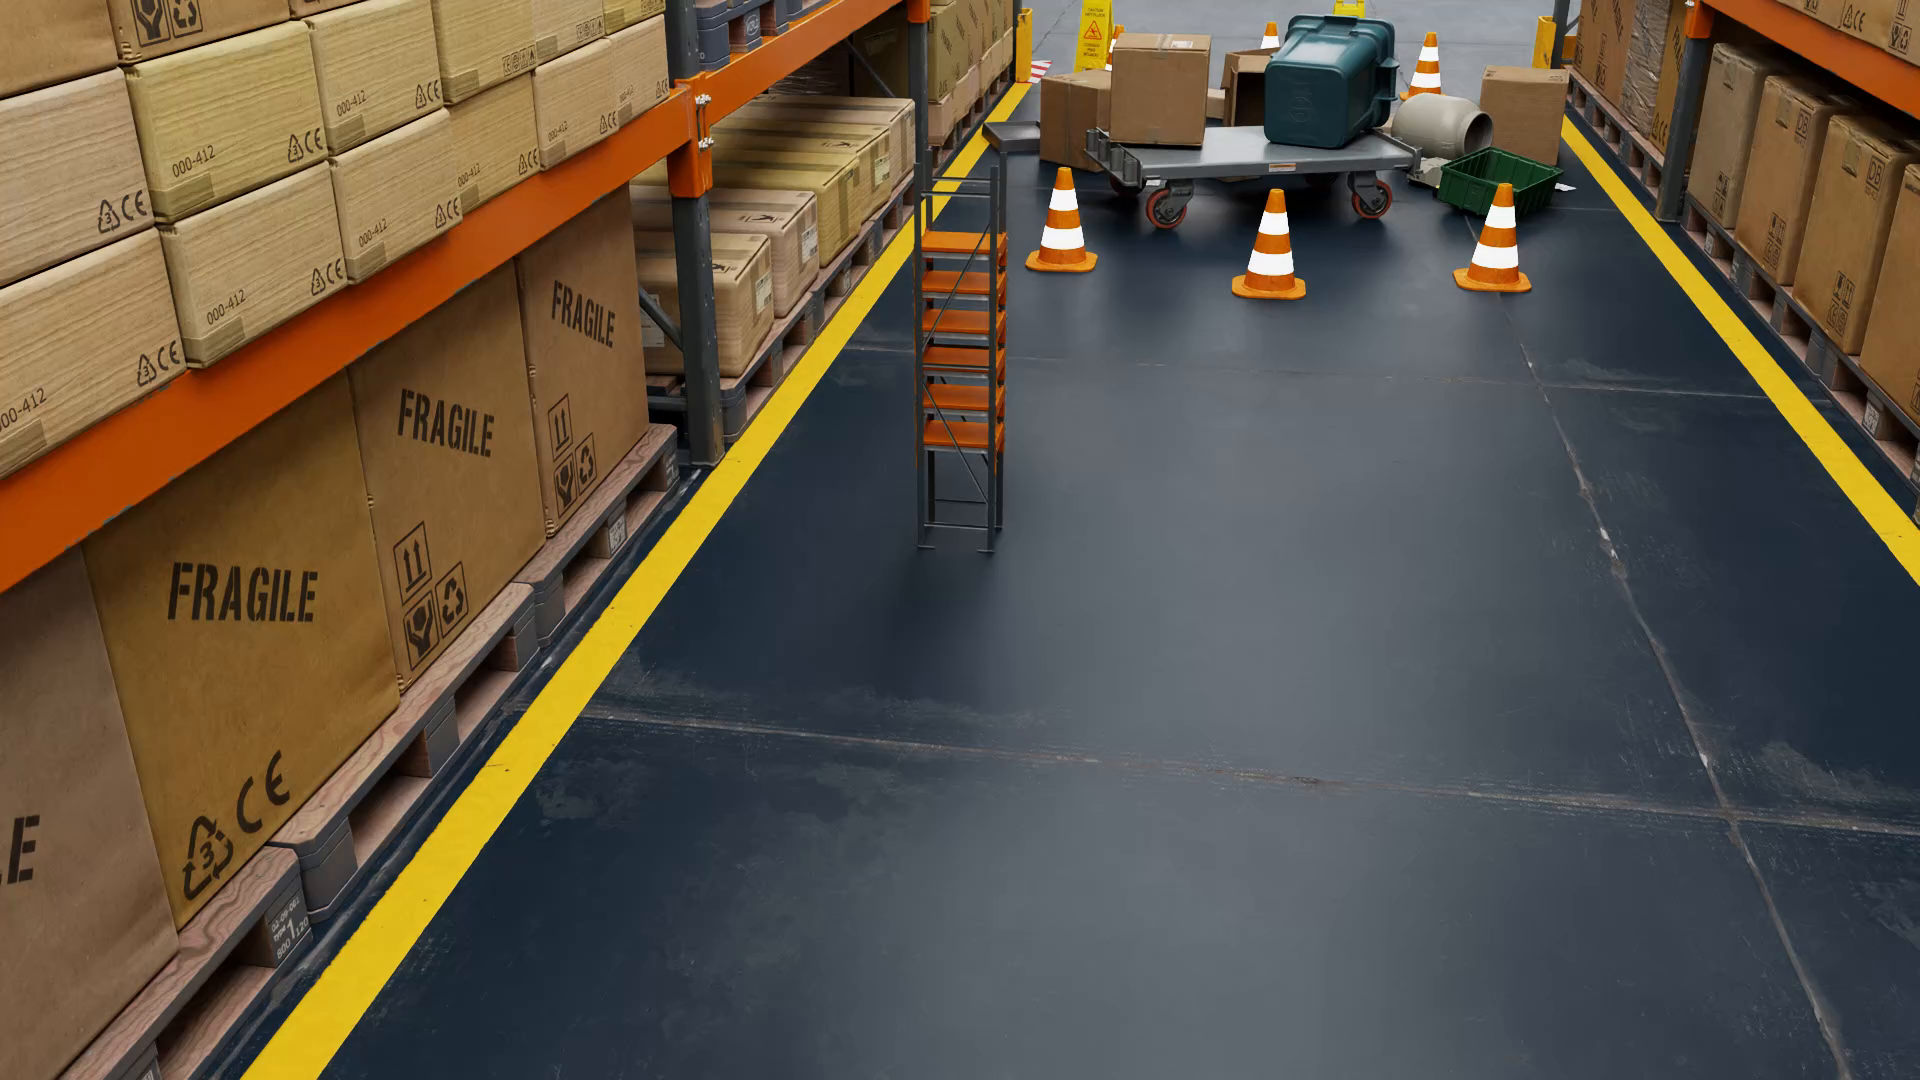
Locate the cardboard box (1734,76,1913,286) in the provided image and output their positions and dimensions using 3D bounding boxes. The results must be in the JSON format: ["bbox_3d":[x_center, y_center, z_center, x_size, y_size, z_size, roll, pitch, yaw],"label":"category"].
[{"bbox_3d":[4.046,-1.538,7.155,1.050,0.750,0.750,4,25,9],"label":"cardboard box"}]

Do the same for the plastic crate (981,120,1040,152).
[{"bbox_3d":[0.386,-2.614,10.739,0.402,0.080,0.583,-5,25,-10],"label":"plastic crate"}]

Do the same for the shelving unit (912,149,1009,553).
[{"bbox_3d":[0.002,-0.549,5.009,0.258,1.200,0.189,4,25,9],"label":"shelving unit"}]

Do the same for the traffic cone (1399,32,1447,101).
[{"bbox_3d":[3.386,-3.436,12.044,0.336,0.463,0.334,4,25,9],"label":"traffic cone"}]

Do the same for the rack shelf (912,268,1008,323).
[{"bbox_3d":[0.002,-0.727,4.926,0.258,0.103,0.180,4,25,9],"label":"rack shelf"}]

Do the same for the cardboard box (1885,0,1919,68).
[{"bbox_3d":[3.458,-1.823,5.489,0.500,0.500,0.500,4,25,9],"label":"cardboard box"}]

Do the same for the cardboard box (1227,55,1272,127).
[{"bbox_3d":[2.040,-2.638,10.132,0.797,0.637,0.503,4,25,9],"label":"cardboard box"}]

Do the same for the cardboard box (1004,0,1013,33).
[{"bbox_3d":[0.100,-3.940,11.993,0.500,0.500,0.500,4,25,9],"label":"cardboard box"}]

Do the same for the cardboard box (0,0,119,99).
[{"bbox_3d":[-1.576,-0.867,2.267,0.500,0.500,0.500,4,25,8],"label":"cardboard box"}]

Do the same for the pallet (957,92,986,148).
[{"bbox_3d":[-0.408,-2.868,11.129,1.003,0.211,1.213,4,25,9],"label":"pallet"}]

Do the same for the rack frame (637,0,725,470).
[{"bbox_3d":[-1.333,-1.663,5.265,1.000,3.000,0.127,4,25,9],"label":"rack frame"}]

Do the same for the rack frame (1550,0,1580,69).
[{"bbox_3d":[4.874,-4.708,11.771,1.000,3.000,0.127,4,25,9],"label":"rack frame"}]

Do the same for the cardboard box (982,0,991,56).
[{"bbox_3d":[-0.071,-3.511,11.077,0.500,0.500,0.500,3,25,7],"label":"cardboard box"}]

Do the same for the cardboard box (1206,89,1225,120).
[{"bbox_3d":[1.753,-3.030,11.548,0.380,0.149,0.250,19,31,35],"label":"cardboard box"}]

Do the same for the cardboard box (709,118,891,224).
[{"bbox_3d":[-0.877,-1.816,8.195,0.950,0.372,0.625,6,26,12],"label":"cardboard box"}]

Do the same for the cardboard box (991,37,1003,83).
[{"bbox_3d":[0.015,-3.381,11.683,0.500,0.250,0.500,4,25,9],"label":"cardboard box"}]

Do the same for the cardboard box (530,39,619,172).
[{"bbox_3d":[-1.228,-1.151,4.347,0.500,0.250,0.500,4,25,9],"label":"cardboard box"}]

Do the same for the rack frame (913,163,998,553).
[{"bbox_3d":[-0.013,-0.511,4.927,0.240,1.200,0.006,4,25,9],"label":"rack frame"}]

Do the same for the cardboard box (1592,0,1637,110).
[{"bbox_3d":[4.687,-3.280,10.730,0.875,0.875,0.875,4,25,8],"label":"cardboard box"}]

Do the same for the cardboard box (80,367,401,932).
[{"bbox_3d":[-1.825,0.139,3.426,0.875,0.875,0.875,5,26,10],"label":"cardboard box"}]

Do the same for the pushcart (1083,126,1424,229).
[{"bbox_3d":[1.578,-2.011,9.102,1.648,0.377,0.936,-5,25,-10],"label":"pushcart"}]

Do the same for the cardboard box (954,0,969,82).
[{"bbox_3d":[-0.241,-3.073,10.141,0.500,0.500,0.500,5,26,11],"label":"cardboard box"}]

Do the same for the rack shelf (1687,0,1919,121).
[{"bbox_3d":[3.894,-1.873,6.562,1.077,0.370,4.000,4,25,9],"label":"rack shelf"}]

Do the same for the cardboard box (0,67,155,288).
[{"bbox_3d":[-1.579,-0.533,2.438,0.500,0.250,0.500,4,25,9],"label":"cardboard box"}]

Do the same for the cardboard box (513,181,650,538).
[{"bbox_3d":[-1.528,-0.608,5.021,0.875,0.875,0.875,4,25,8],"label":"cardboard box"}]

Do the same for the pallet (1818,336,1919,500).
[{"bbox_3d":[3.770,-0.424,5.907,1.003,0.211,1.213,4,25,9],"label":"pallet"}]

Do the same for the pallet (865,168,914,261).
[{"bbox_3d":[-0.805,-1.747,8.734,1.003,0.211,1.213,4,25,9],"label":"pallet"}]

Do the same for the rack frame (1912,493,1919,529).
[{"bbox_3d":[3.567,-1.362,4.622,1.000,3.000,0.127,4,25,9],"label":"rack frame"}]

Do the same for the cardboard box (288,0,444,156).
[{"bbox_3d":[-1.390,-0.954,3.337,0.500,0.250,0.500,3,25,7],"label":"cardboard box"}]

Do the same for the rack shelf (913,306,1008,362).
[{"bbox_3d":[0.002,-0.618,4.977,0.258,0.103,0.180,4,25,9],"label":"rack shelf"}]

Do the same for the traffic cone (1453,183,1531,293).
[{"bbox_3d":[2.512,-1.430,7.760,0.336,0.463,0.334,4,25,9],"label":"traffic cone"}]

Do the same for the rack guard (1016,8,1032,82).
[{"bbox_3d":[-0.038,-3.845,12.875,1.175,0.500,0.348,4,25,9],"label":"rack guard"}]

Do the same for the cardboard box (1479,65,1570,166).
[{"bbox_3d":[3.462,-2.625,10.265,0.500,0.500,0.500,8,26,18],"label":"cardboard box"}]

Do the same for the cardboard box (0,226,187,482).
[{"bbox_3d":[-1.572,-0.305,2.539,0.500,0.250,0.500,3,25,7],"label":"cardboard box"}]

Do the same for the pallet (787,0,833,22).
[{"bbox_3d":[-1.050,-2.407,7.080,1.003,0.211,1.213,4,25,9],"label":"pallet"}]

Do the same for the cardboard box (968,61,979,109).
[{"bbox_3d":[-0.157,-2.955,10.773,0.500,0.250,0.500,4,25,8],"label":"cardboard box"}]

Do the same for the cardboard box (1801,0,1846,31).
[{"bbox_3d":[3.620,-2.247,6.394,0.500,0.500,0.500,4,25,9],"label":"cardboard box"}]

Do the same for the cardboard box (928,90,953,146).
[{"bbox_3d":[-0.317,-2.509,9.820,0.500,0.250,0.500,3,25,6],"label":"cardboard box"}]

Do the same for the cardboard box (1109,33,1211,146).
[{"bbox_3d":[1.081,-2.436,8.972,0.500,0.500,0.500,4,25,9],"label":"cardboard box"}]

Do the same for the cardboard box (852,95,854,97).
[{"bbox_3d":[-0.848,-2.547,9.901,0.500,0.250,0.500,5,26,11],"label":"cardboard box"}]

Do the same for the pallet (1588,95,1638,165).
[{"bbox_3d":[4.619,-2.597,10.549,1.003,0.211,1.213,4,25,9],"label":"pallet"}]

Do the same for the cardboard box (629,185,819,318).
[{"bbox_3d":[-1.118,-1.208,6.897,0.950,0.372,0.625,4,25,8],"label":"cardboard box"}]

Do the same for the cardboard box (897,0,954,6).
[{"bbox_3d":[-0.237,-3.191,9.626,0.380,0.149,0.250,4,25,9],"label":"cardboard box"}]

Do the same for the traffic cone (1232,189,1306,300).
[{"bbox_3d":[1.438,-1.381,7.654,0.336,0.463,0.334,4,25,9],"label":"traffic cone"}]

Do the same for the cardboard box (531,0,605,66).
[{"bbox_3d":[-1.242,-1.387,4.262,0.500,0.250,0.500,3,25,7],"label":"cardboard box"}]

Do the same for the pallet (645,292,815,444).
[{"bbox_3d":[-1.204,-0.727,6.554,1.003,0.211,1.213,4,25,9],"label":"pallet"}]

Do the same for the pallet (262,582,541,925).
[{"bbox_3d":[-1.738,0.433,4.076,1.003,0.211,1.213,4,25,9],"label":"pallet"}]

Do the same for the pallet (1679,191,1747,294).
[{"bbox_3d":[4.169,-1.444,8.087,1.003,0.211,1.213,4,25,9],"label":"pallet"}]

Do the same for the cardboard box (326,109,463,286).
[{"bbox_3d":[-1.381,-0.726,3.440,0.500,0.250,0.500,4,25,8],"label":"cardboard box"}]

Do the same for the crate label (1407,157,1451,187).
[{"bbox_3d":[2.749,-2.130,9.638,0.298,0.136,0.250,-14,29,-27],"label":"crate label"}]

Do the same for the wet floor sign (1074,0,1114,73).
[{"bbox_3d":[1.061,-3.948,12.923,0.267,0.644,0.232,13,28,26],"label":"wet floor sign"}]

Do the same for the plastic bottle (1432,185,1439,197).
[{"bbox_3d":[2.777,-1.925,9.290,0.133,0.061,0.283,-9,27,-19],"label":"plastic bottle"}]

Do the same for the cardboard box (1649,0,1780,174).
[{"bbox_3d":[4.392,-2.521,9.109,0.875,0.875,0.875,4,25,9],"label":"cardboard box"}]

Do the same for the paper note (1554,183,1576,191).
[{"bbox_3d":[3.437,-2.035,9.561,0.147,0.020,0.142,-14,29,-27],"label":"paper note"}]

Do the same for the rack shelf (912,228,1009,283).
[{"bbox_3d":[0.002,-0.835,4.875,0.258,0.103,0.180,4,25,9],"label":"rack shelf"}]

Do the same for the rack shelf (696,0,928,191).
[{"bbox_3d":[-1.006,-2.174,7.204,1.077,0.370,4.000,4,25,9],"label":"rack shelf"}]

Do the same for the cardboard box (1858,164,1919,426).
[{"bbox_3d":[3.755,-0.782,5.541,1.050,0.750,0.750,4,25,8],"label":"cardboard box"}]

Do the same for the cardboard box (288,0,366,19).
[{"bbox_3d":[-1.413,-1.293,3.177,0.500,0.500,0.500,4,25,8],"label":"cardboard box"}]
